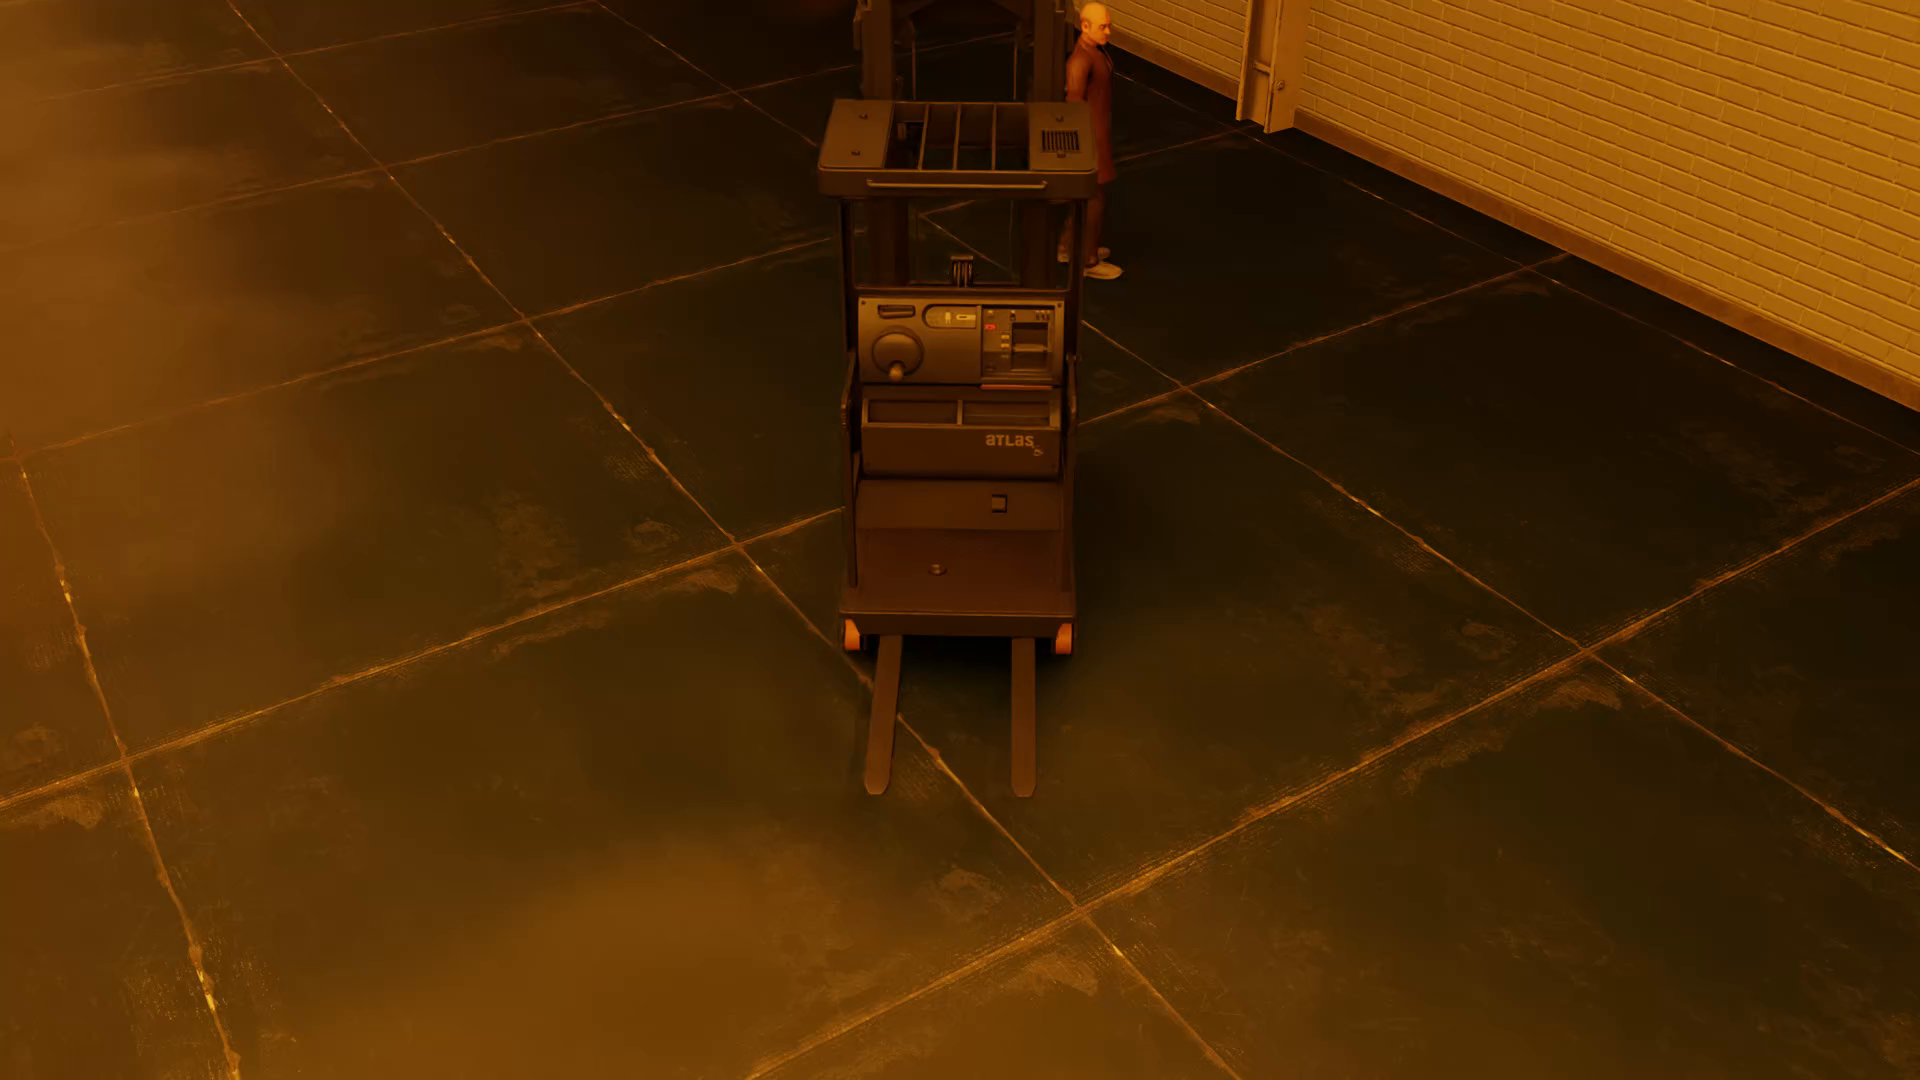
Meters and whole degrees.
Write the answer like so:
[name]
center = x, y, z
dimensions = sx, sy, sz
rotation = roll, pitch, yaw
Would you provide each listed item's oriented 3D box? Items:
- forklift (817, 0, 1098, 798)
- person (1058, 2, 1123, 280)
[forklift]
center = 0.001, -0.839, 7.342
dimensions = 1.130, 2.935, 3.031
rotation = 1, 35, 1
[person]
center = 0.883, -2.602, 10.854
dimensions = 0.456, 1.778, 0.705
rotation = 3, 35, 4
